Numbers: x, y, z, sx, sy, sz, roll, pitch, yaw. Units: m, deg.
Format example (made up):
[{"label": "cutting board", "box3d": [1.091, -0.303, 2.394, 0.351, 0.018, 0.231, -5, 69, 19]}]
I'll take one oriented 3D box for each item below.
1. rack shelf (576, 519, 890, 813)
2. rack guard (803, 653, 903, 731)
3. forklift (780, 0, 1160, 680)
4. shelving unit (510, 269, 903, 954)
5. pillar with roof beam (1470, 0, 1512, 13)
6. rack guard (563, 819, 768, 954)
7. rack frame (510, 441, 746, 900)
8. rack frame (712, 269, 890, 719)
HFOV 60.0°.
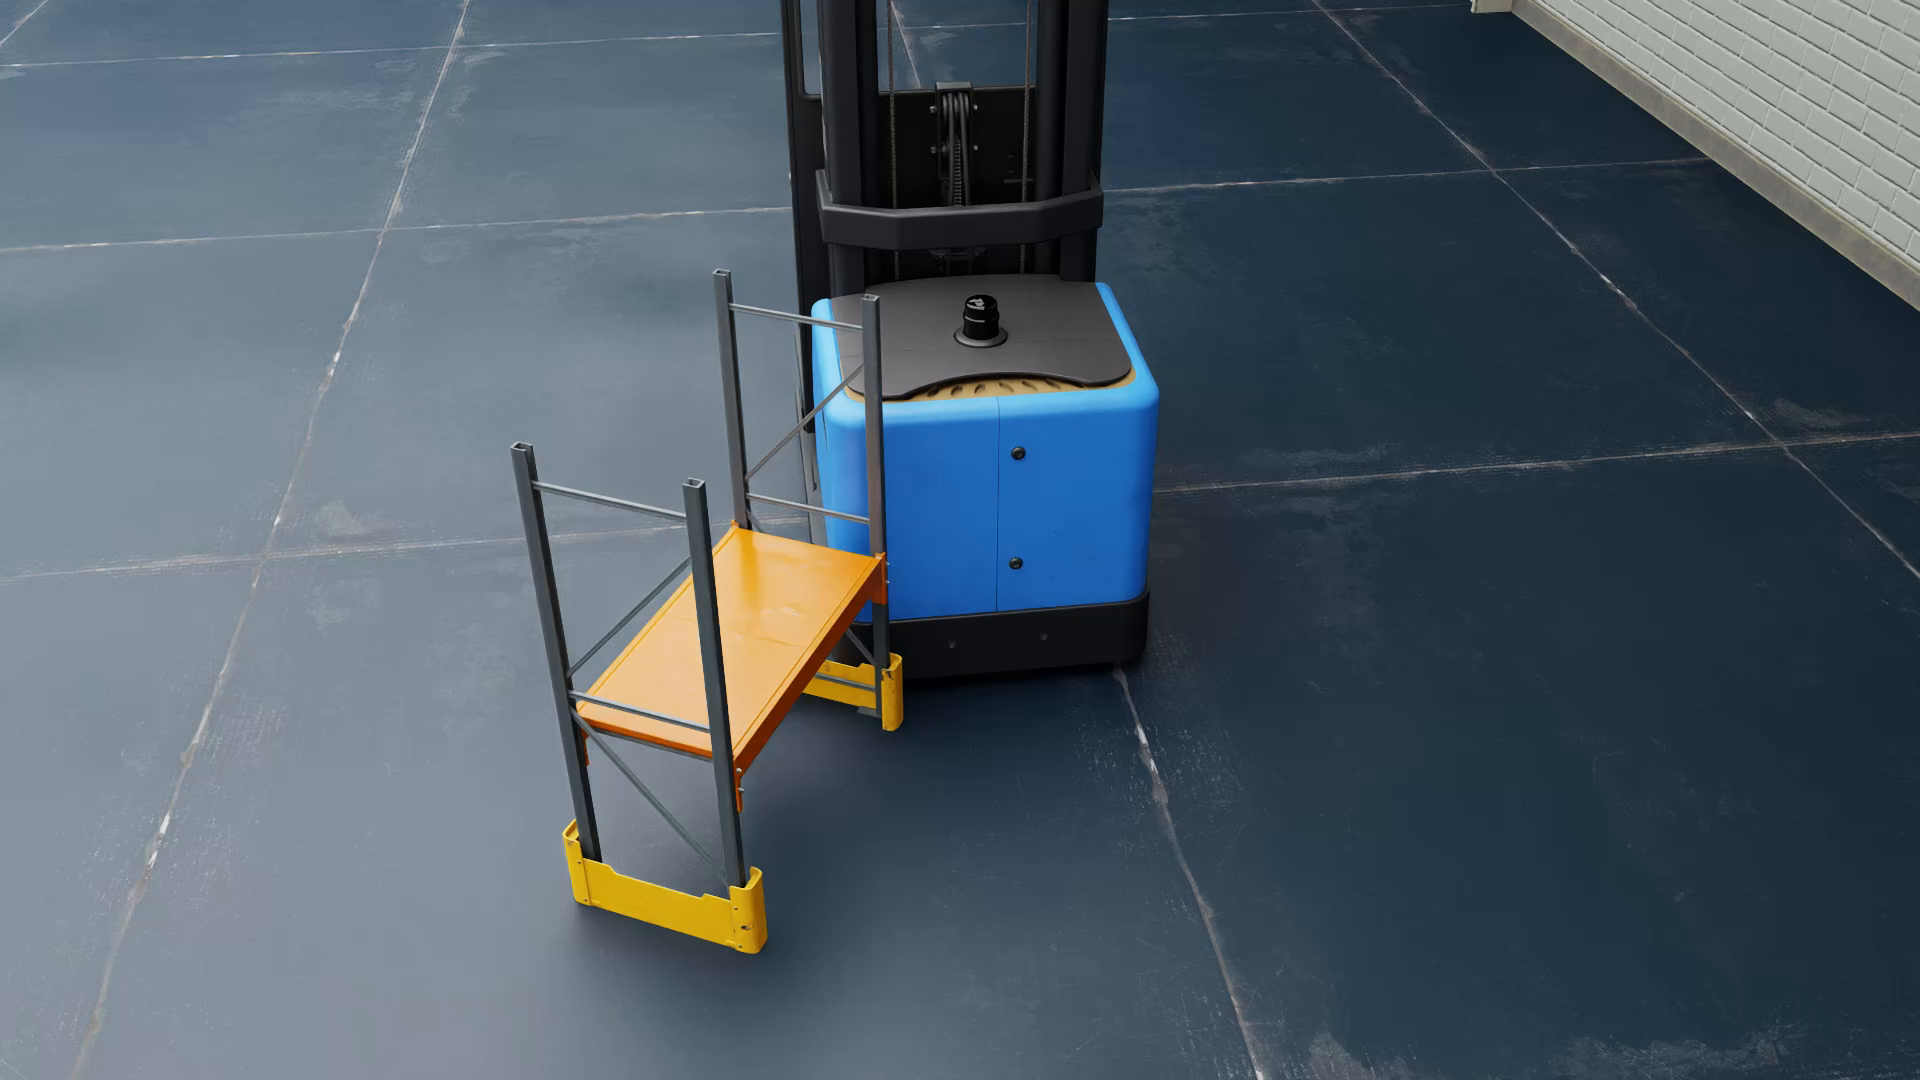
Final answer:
[{"label": "rack shelf", "box3d": [-0.640, 0.325, 4.761, 0.538, 0.185, 1.000, 12, 36, 17]}, {"label": "rack guard", "box3d": [-0.467, 0.435, 5.390, 0.587, 0.250, 0.087, 12, 36, 17]}, {"label": "forklift", "box3d": [-0.084, -1.561, 5.938, 1.130, 2.935, 3.031, -4, 35, -6]}, {"label": "shelving unit", "box3d": [-0.643, 0.181, 4.653, 0.587, 1.500, 1.083, 12, 36, 17]}, {"label": "pillar with roof beam", "box3d": [-0.530, -7.219, 8.852, 9.100, 9.000, 0.400, -4, 35, -6]}, {"label": "rack guard", "box3d": [-0.818, 0.960, 4.619, 0.587, 0.250, 0.087, 12, 36, 17]}, {"label": "rack frame", "box3d": [-0.819, 0.444, 4.267, 0.500, 1.500, 0.032, 12, 36, 17]}, {"label": "rack frame", "box3d": [-0.460, -0.092, 5.053, 0.500, 1.500, 0.032, 12, 36, 17]}]
